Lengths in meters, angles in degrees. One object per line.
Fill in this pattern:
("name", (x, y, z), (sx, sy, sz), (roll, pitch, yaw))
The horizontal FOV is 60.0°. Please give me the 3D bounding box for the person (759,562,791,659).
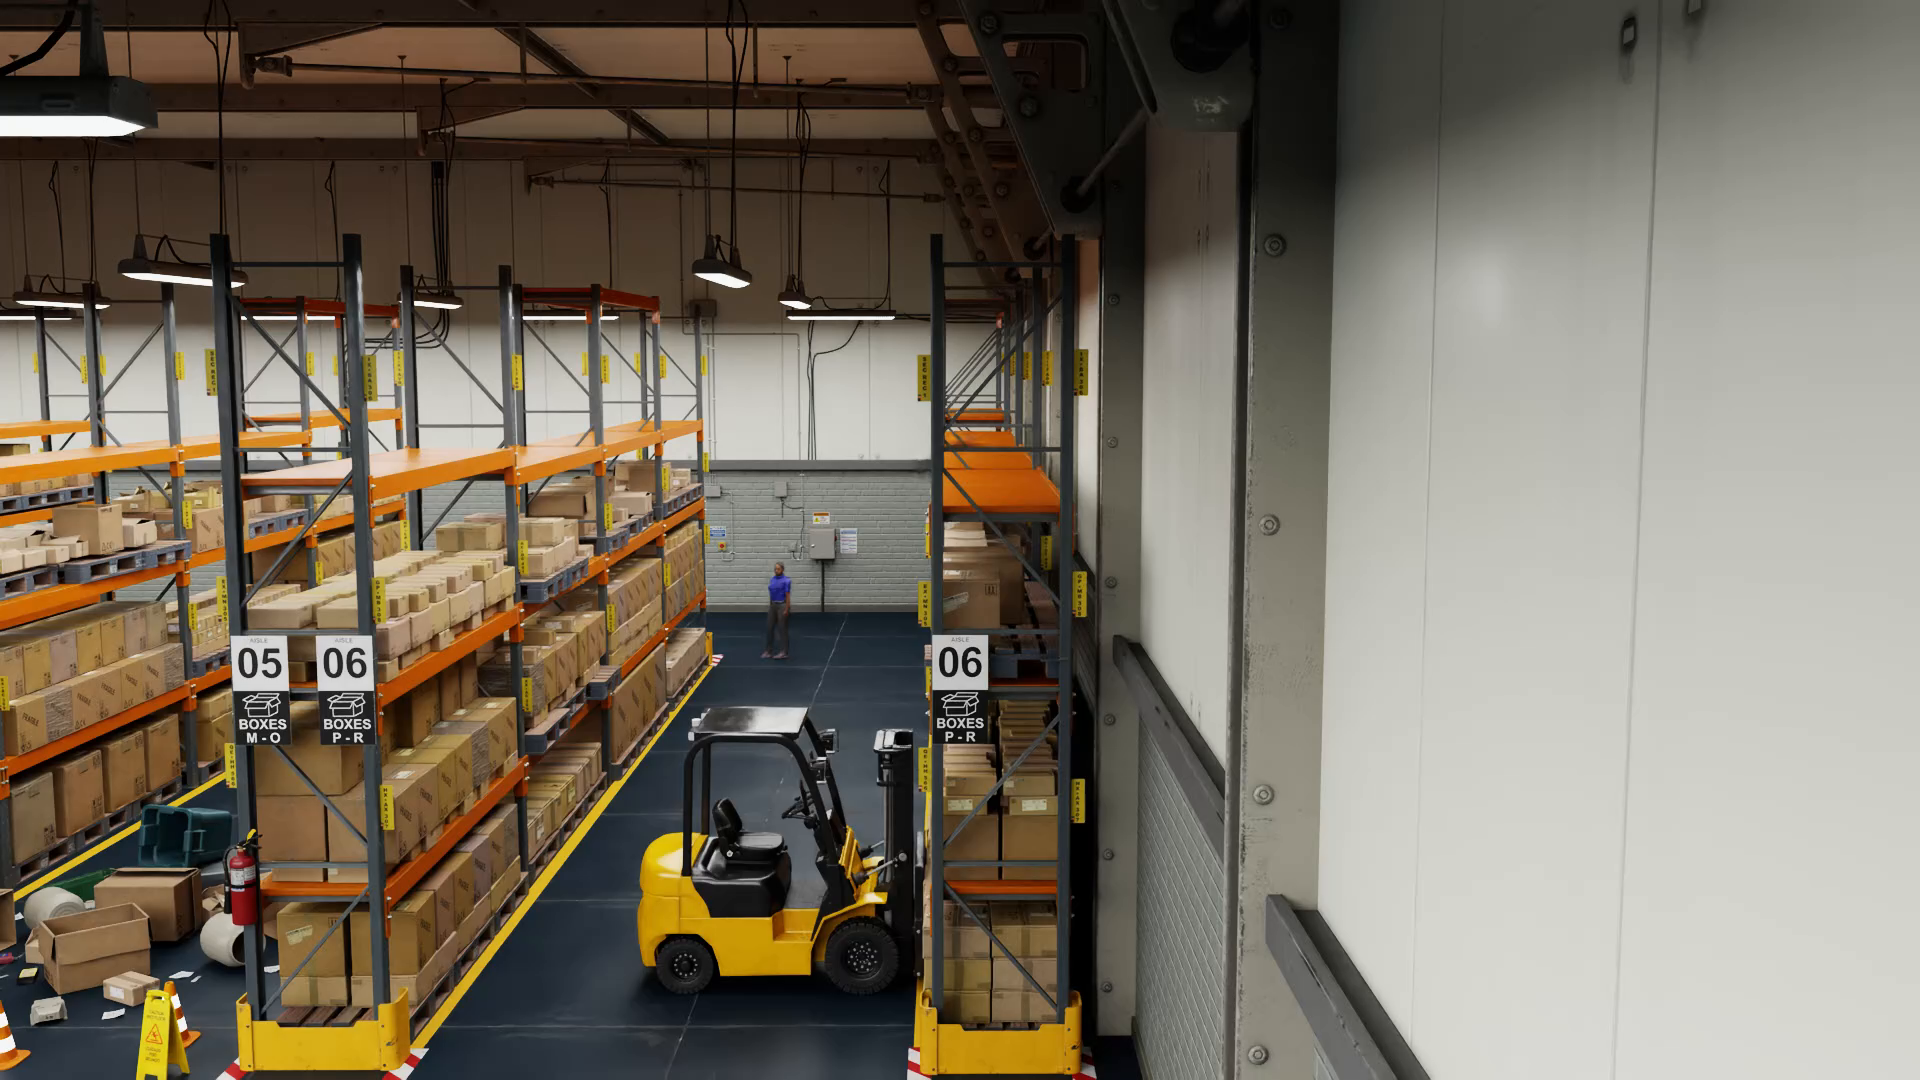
("person", (-3.158, 1.213, 28.514), (0.534, 1.690, 0.409), (5, 8, 38))
